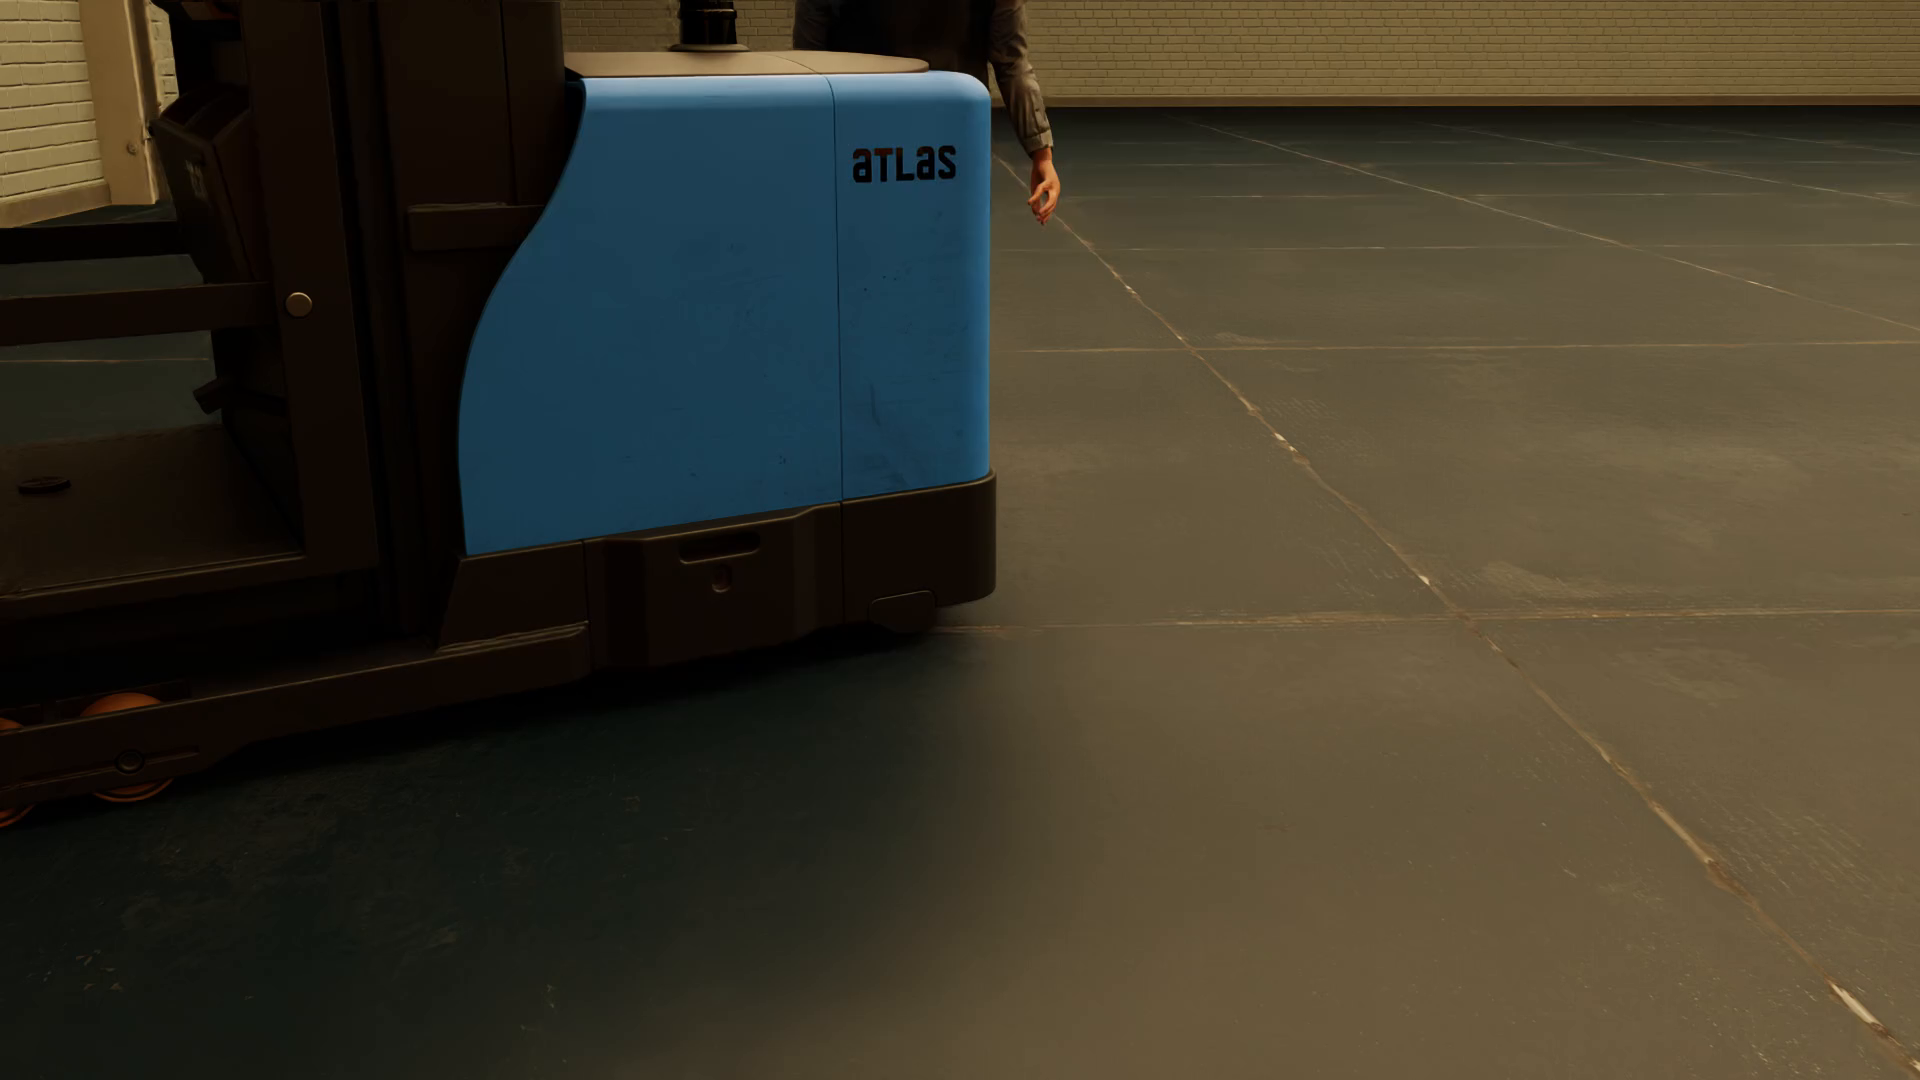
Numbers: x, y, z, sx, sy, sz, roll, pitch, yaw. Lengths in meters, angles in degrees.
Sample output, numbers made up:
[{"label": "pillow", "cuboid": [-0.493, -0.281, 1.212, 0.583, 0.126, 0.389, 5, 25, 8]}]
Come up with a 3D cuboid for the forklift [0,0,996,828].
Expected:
[{"label": "forklift", "cuboid": [-1.467, -1.142, 2.641, 3.031, 2.935, 1.130, -9, 19, -28]}]

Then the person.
[{"label": "person", "cuboid": [-0.100, -0.970, 4.314, 0.670, 1.656, 0.866, -8, 19, -25]}]
